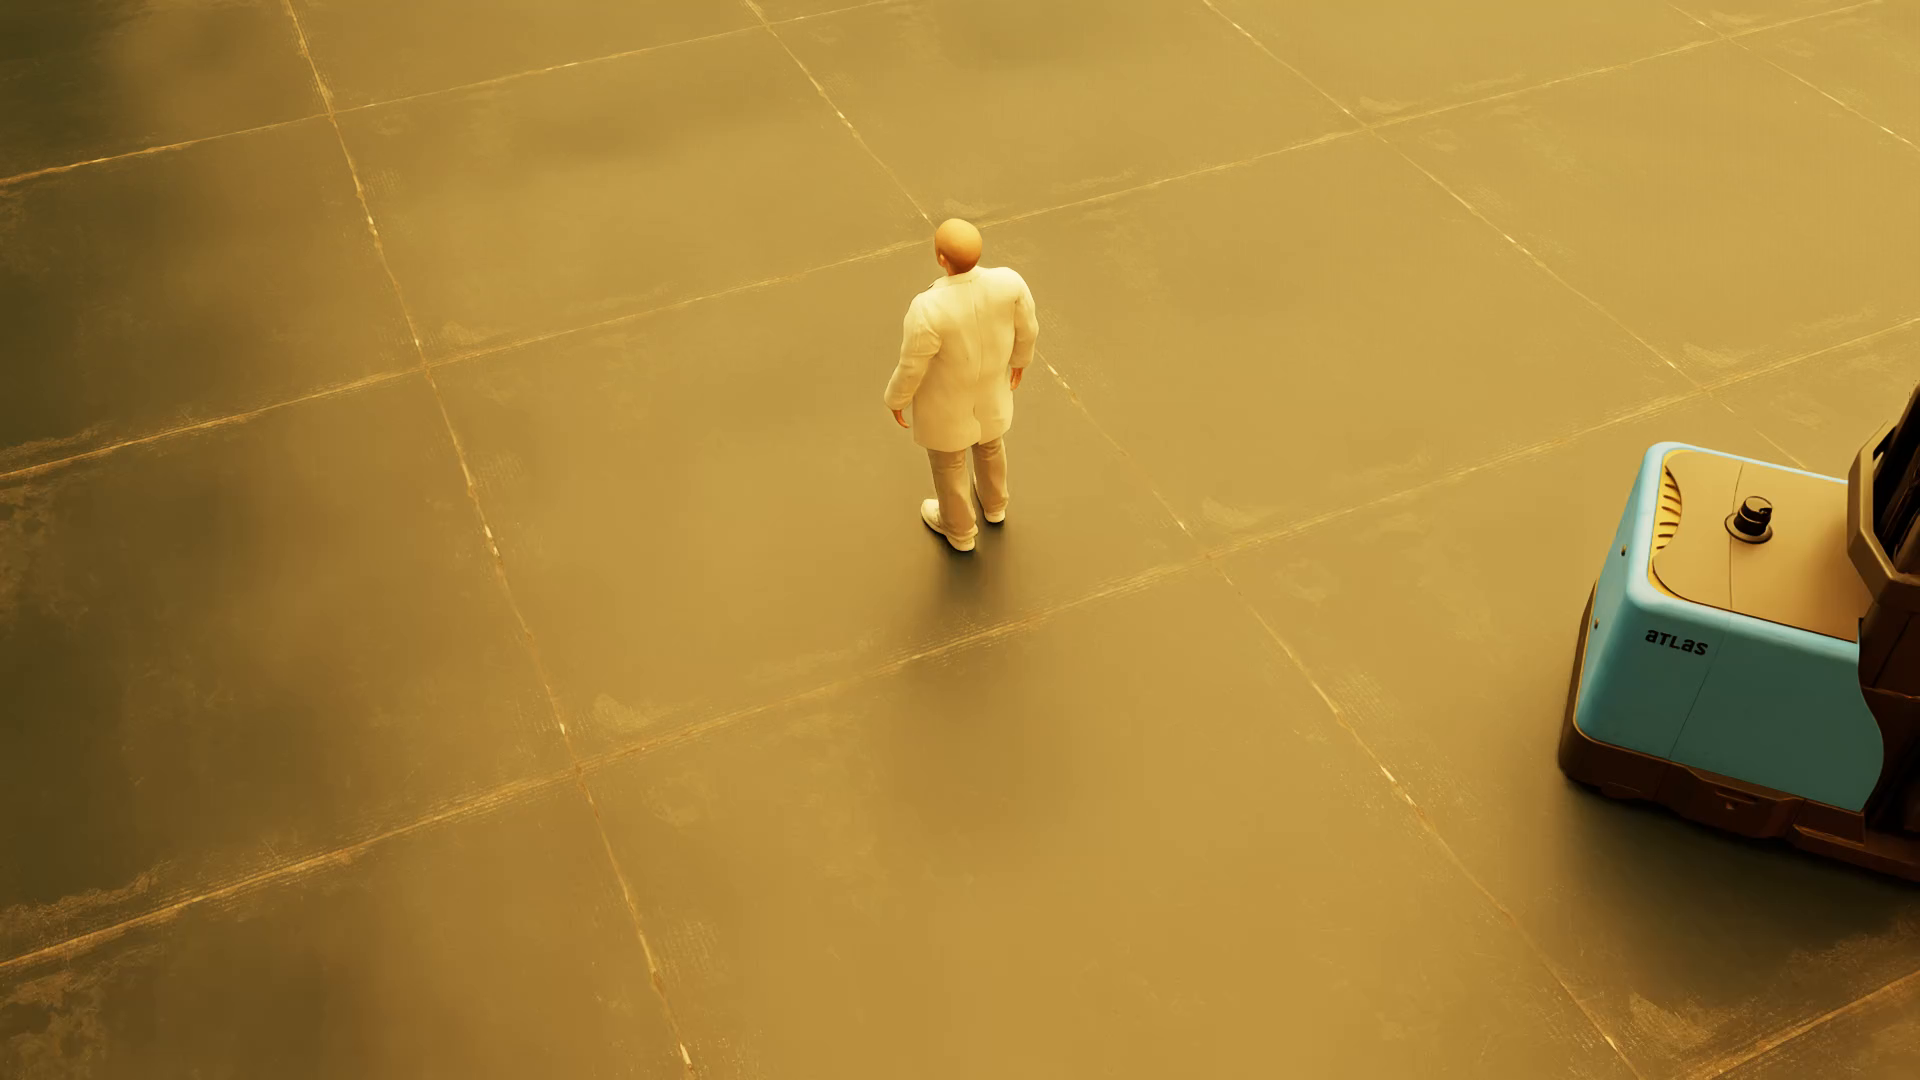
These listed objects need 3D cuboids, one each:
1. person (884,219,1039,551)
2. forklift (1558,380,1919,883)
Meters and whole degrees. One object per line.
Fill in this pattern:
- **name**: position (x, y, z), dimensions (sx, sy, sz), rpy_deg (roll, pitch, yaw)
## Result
- **person**: position (-0.033, -0.712, 7.279), dimensions (0.694, 1.775, 0.581), rpy_deg (-18, 46, -18)
- **forklift**: position (4.002, -0.025, 5.707), dimensions (3.031, 2.935, 1.130), rpy_deg (15, 45, 16)
